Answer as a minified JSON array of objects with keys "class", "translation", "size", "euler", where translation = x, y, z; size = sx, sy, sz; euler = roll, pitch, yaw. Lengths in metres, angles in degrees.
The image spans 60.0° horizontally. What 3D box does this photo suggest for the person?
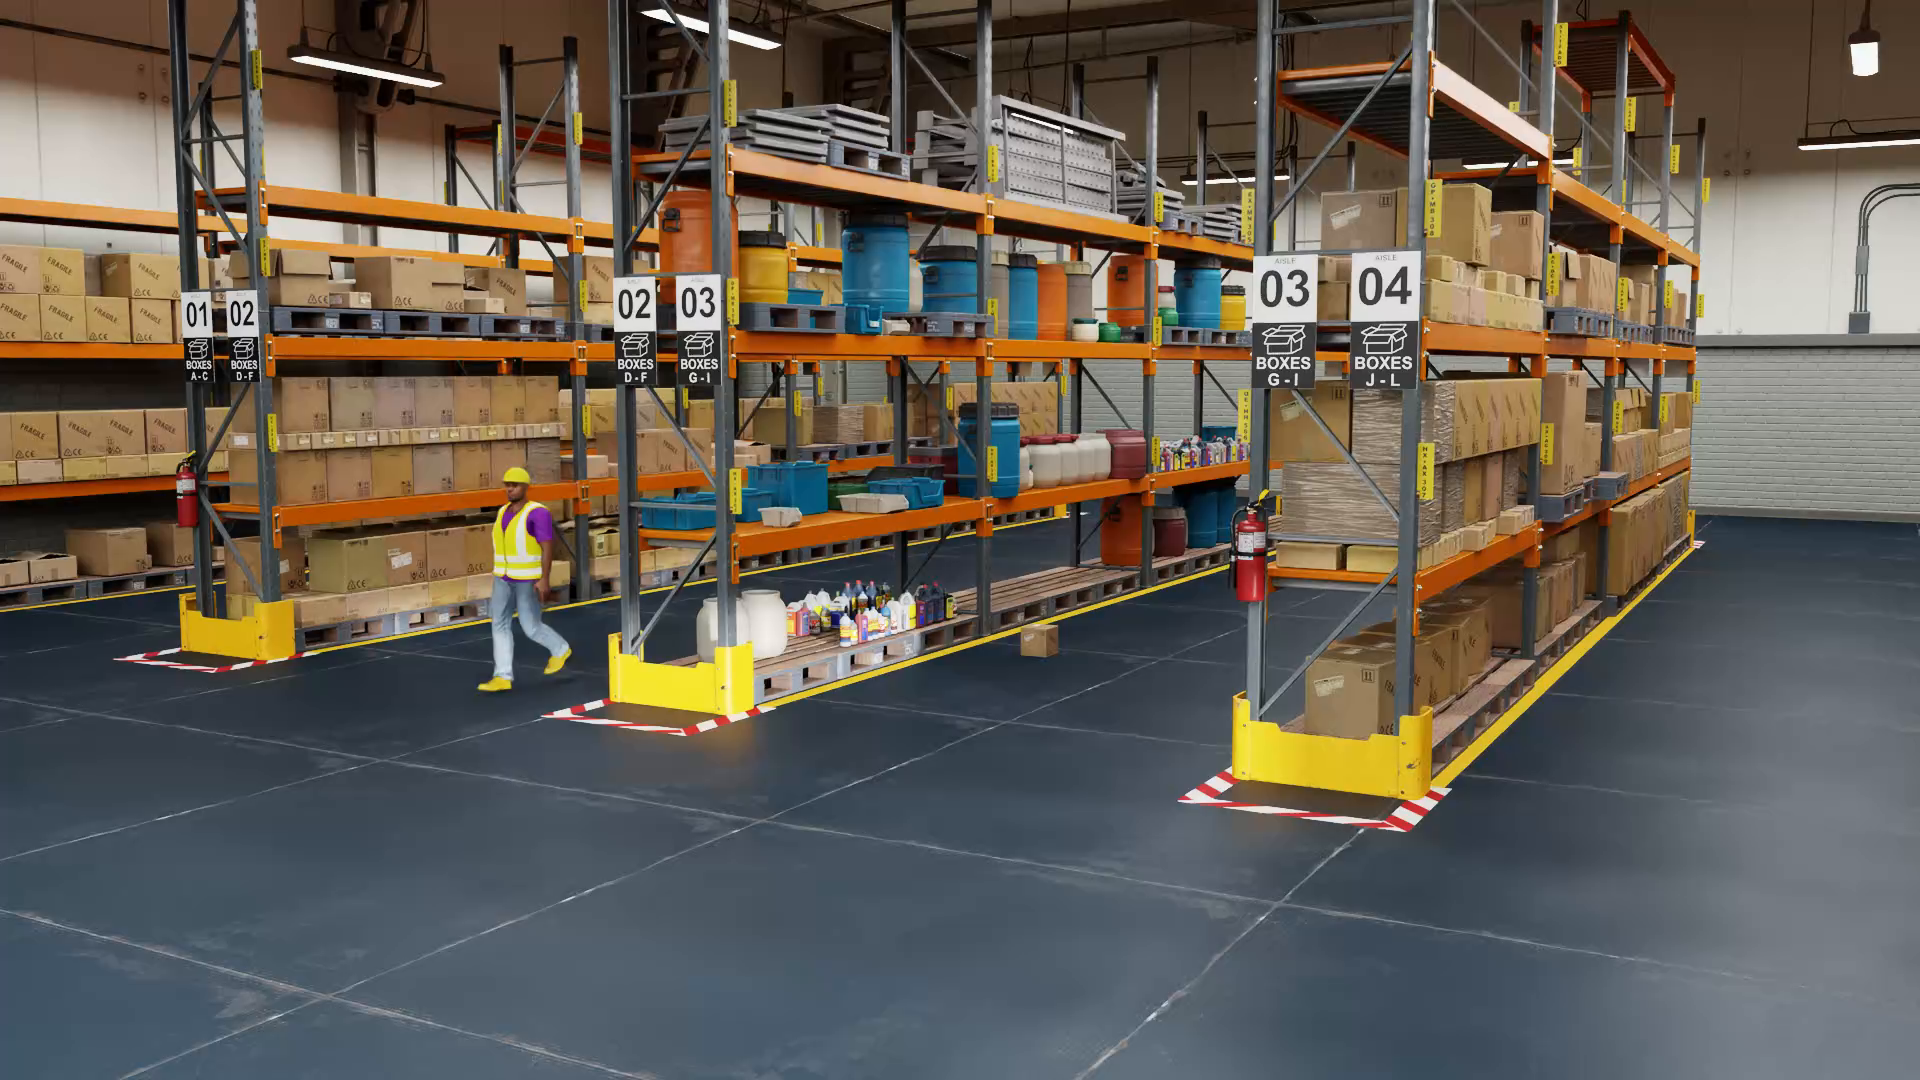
[{"class":"person","translation":[-3.456,0.294,13.154],"size":[0.603,1.744,0.881],"euler":[3,7,28]}]
